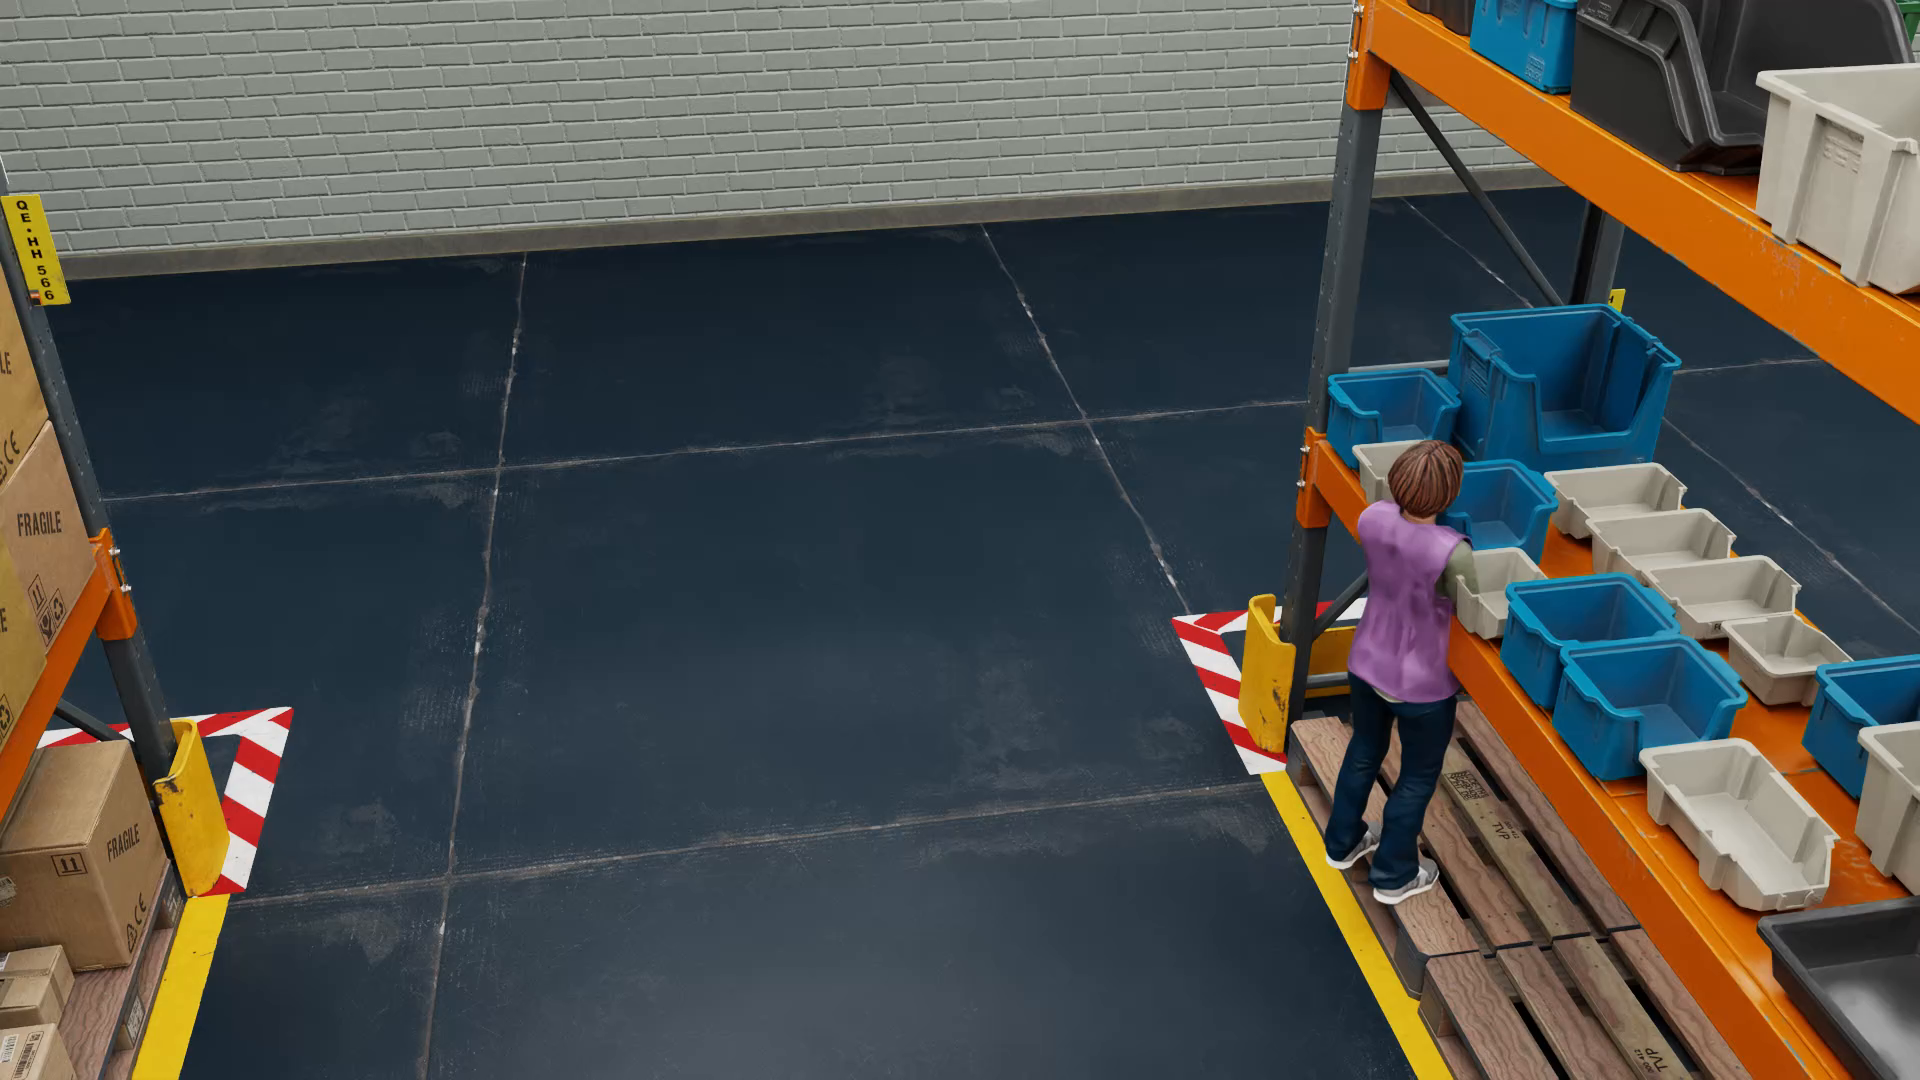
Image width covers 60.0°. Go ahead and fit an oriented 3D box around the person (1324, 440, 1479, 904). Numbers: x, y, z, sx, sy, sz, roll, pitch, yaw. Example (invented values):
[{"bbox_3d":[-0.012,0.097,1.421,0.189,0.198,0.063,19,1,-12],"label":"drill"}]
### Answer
[{"bbox_3d":[1.417,0.380,5.106,0.490,1.596,0.425,-22,37,-32],"label":"person"}]
